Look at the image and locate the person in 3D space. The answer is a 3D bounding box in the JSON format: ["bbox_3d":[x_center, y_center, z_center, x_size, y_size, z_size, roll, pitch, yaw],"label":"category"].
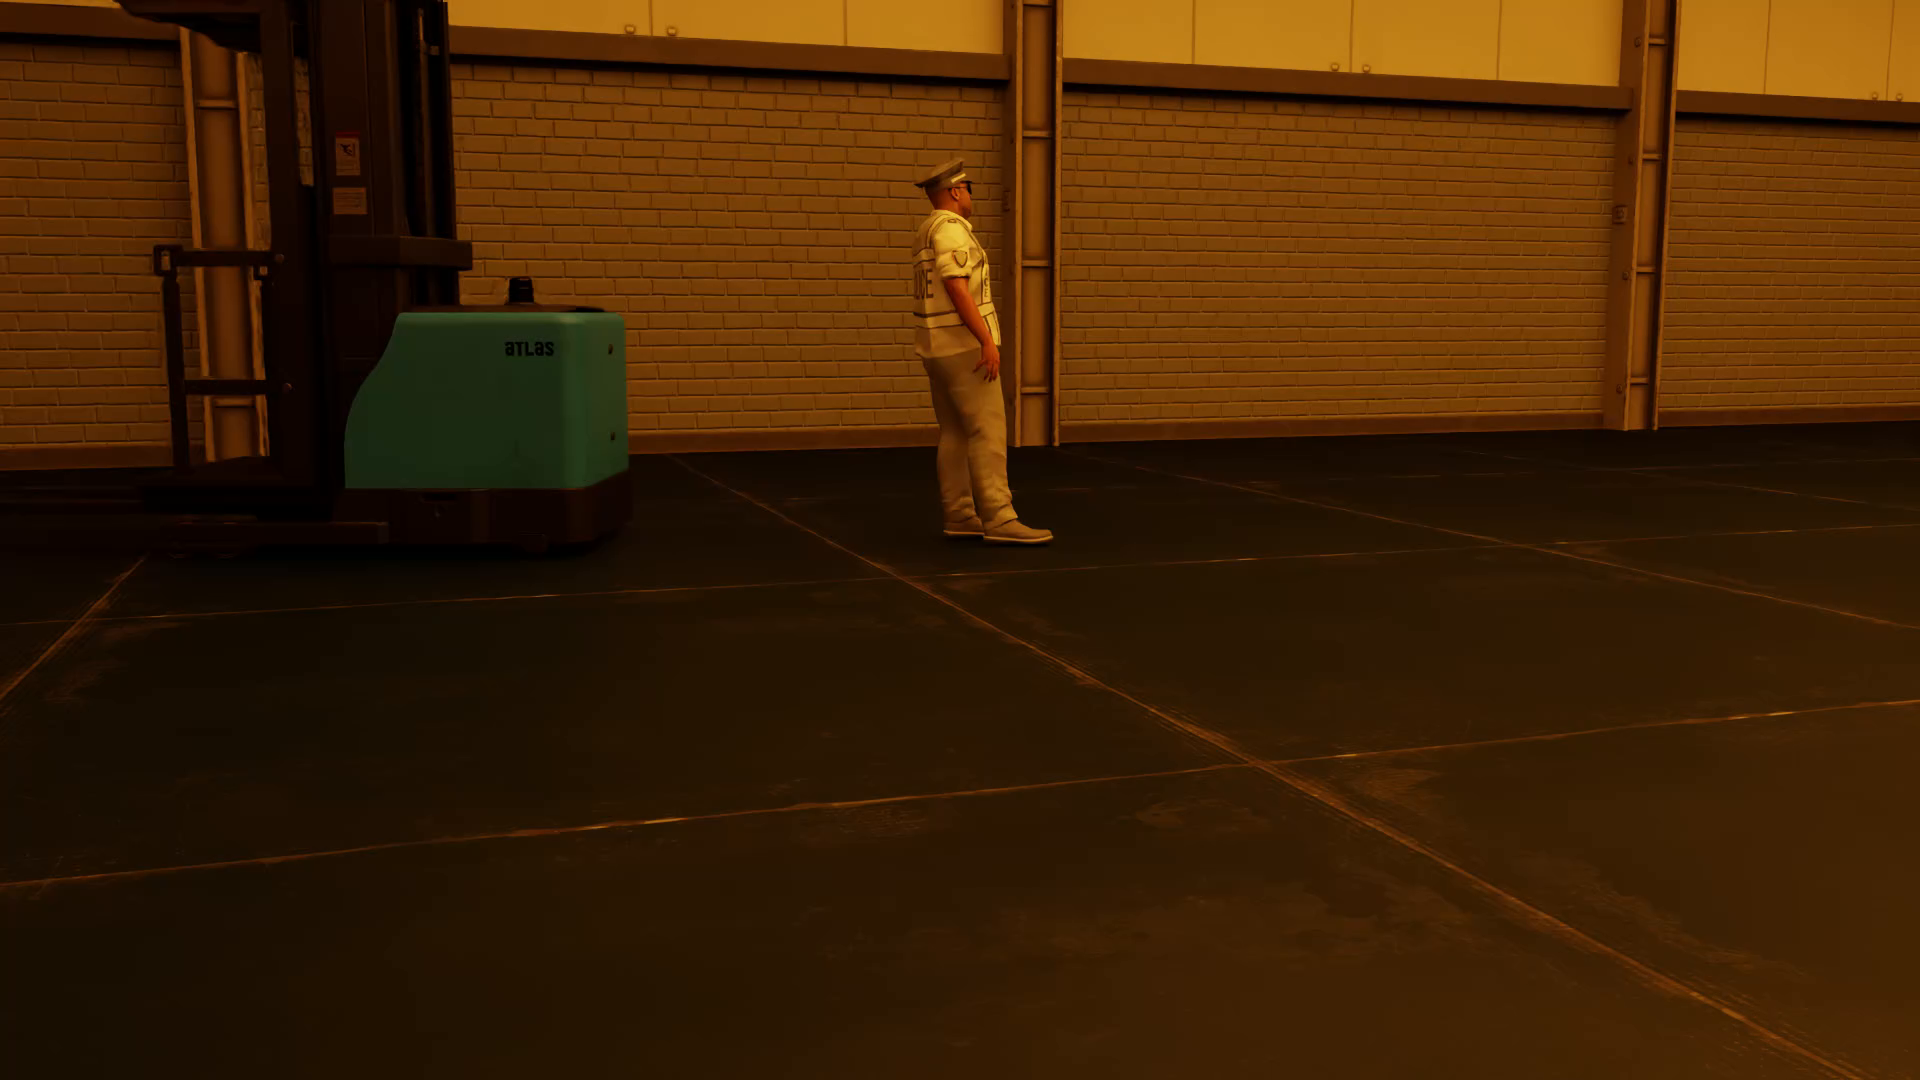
[{"bbox_3d":[0.077,-0.892,7.816,0.575,1.781,0.640,-3,8,-18],"label":"person"}]

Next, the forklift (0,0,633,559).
[{"bbox_3d":[-3.137,-1.439,7.627,3.031,2.935,1.130,0,8,1],"label":"forklift"}]
